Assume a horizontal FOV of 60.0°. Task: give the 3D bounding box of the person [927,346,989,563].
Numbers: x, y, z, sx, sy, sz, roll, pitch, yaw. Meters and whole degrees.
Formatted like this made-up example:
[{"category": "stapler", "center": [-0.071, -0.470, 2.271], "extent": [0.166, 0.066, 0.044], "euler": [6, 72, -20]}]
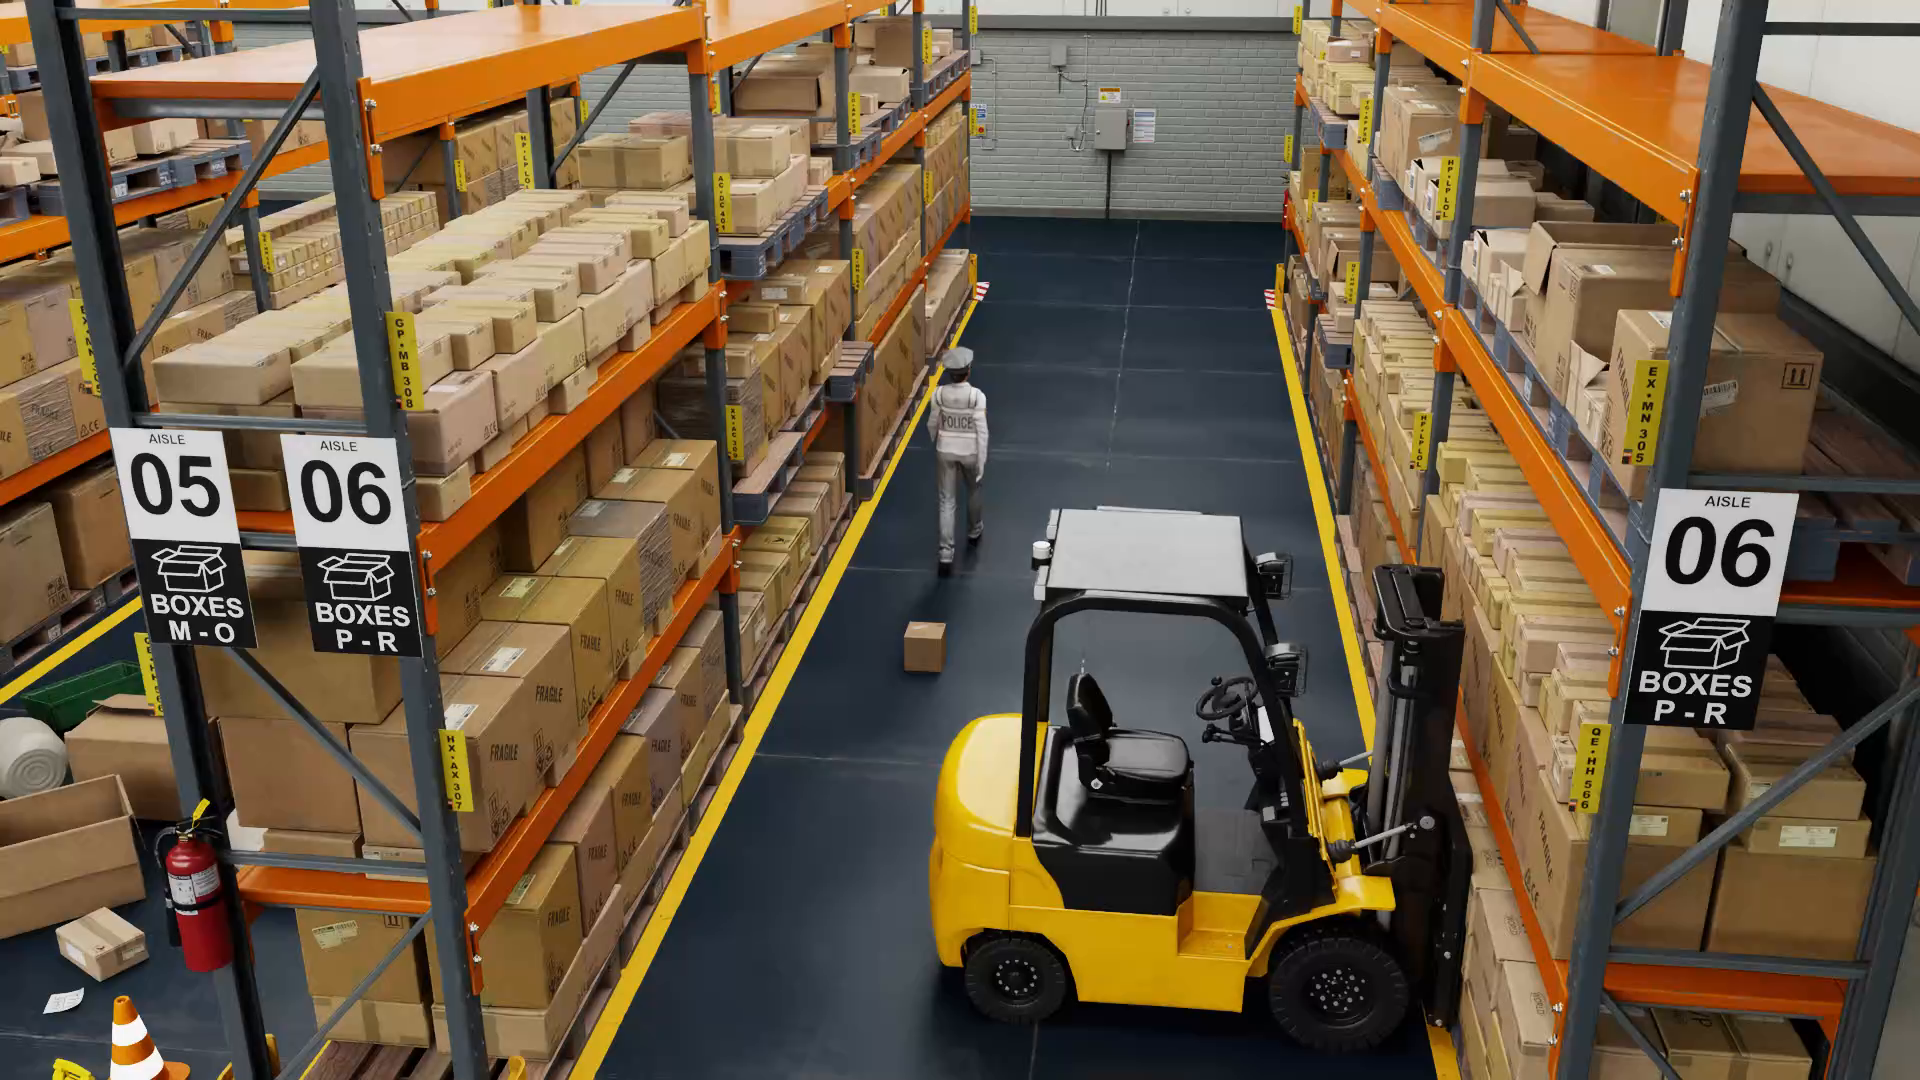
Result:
[{"category": "person", "center": [-0.012, -0.691, 12.798], "extent": [0.490, 1.630, 1.028], "euler": [2, 21, 6]}]
